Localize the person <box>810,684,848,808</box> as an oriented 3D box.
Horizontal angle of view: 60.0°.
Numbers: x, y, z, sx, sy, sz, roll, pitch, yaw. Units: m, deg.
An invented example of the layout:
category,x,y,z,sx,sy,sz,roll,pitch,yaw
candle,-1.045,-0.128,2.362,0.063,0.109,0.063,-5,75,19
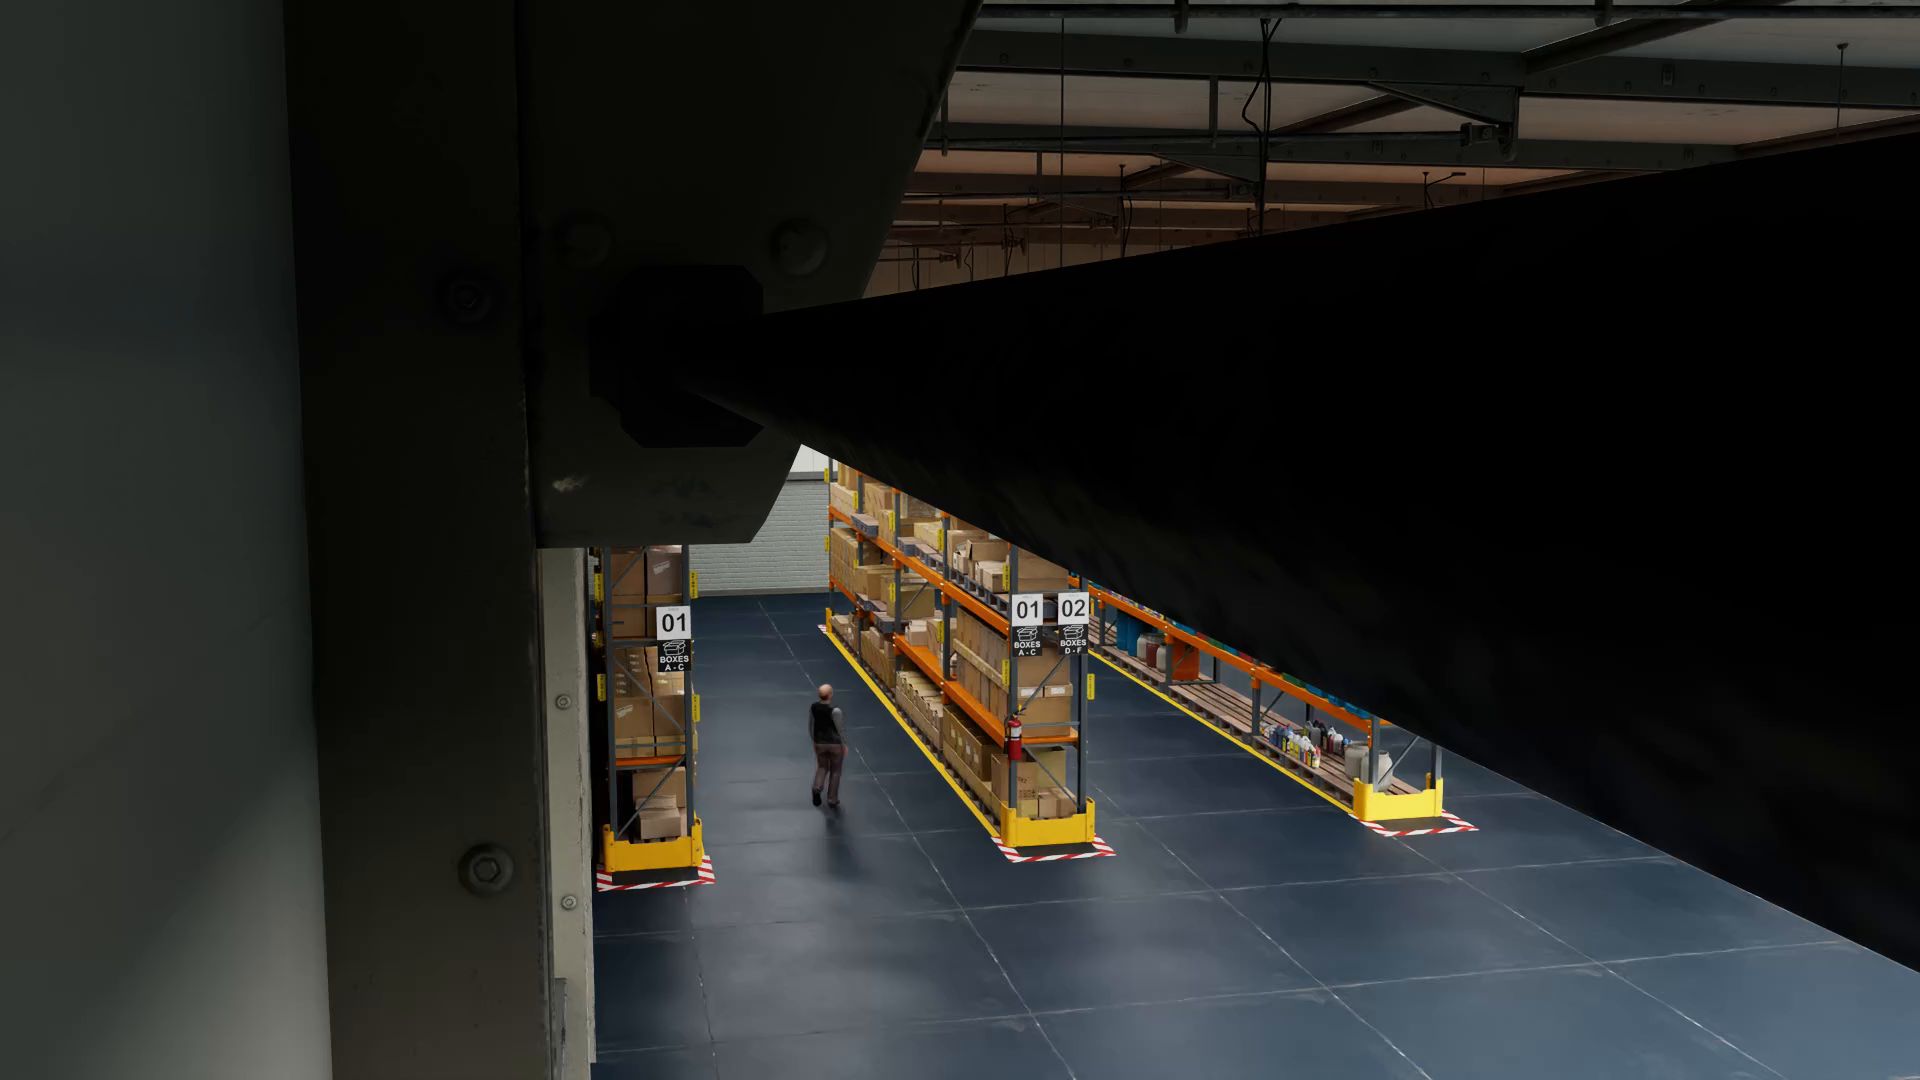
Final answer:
category,x,y,z,sx,sy,sz,roll,pitch,yaw
person,-1.802,2.793,22.584,0.548,1.705,0.525,2,7,20
